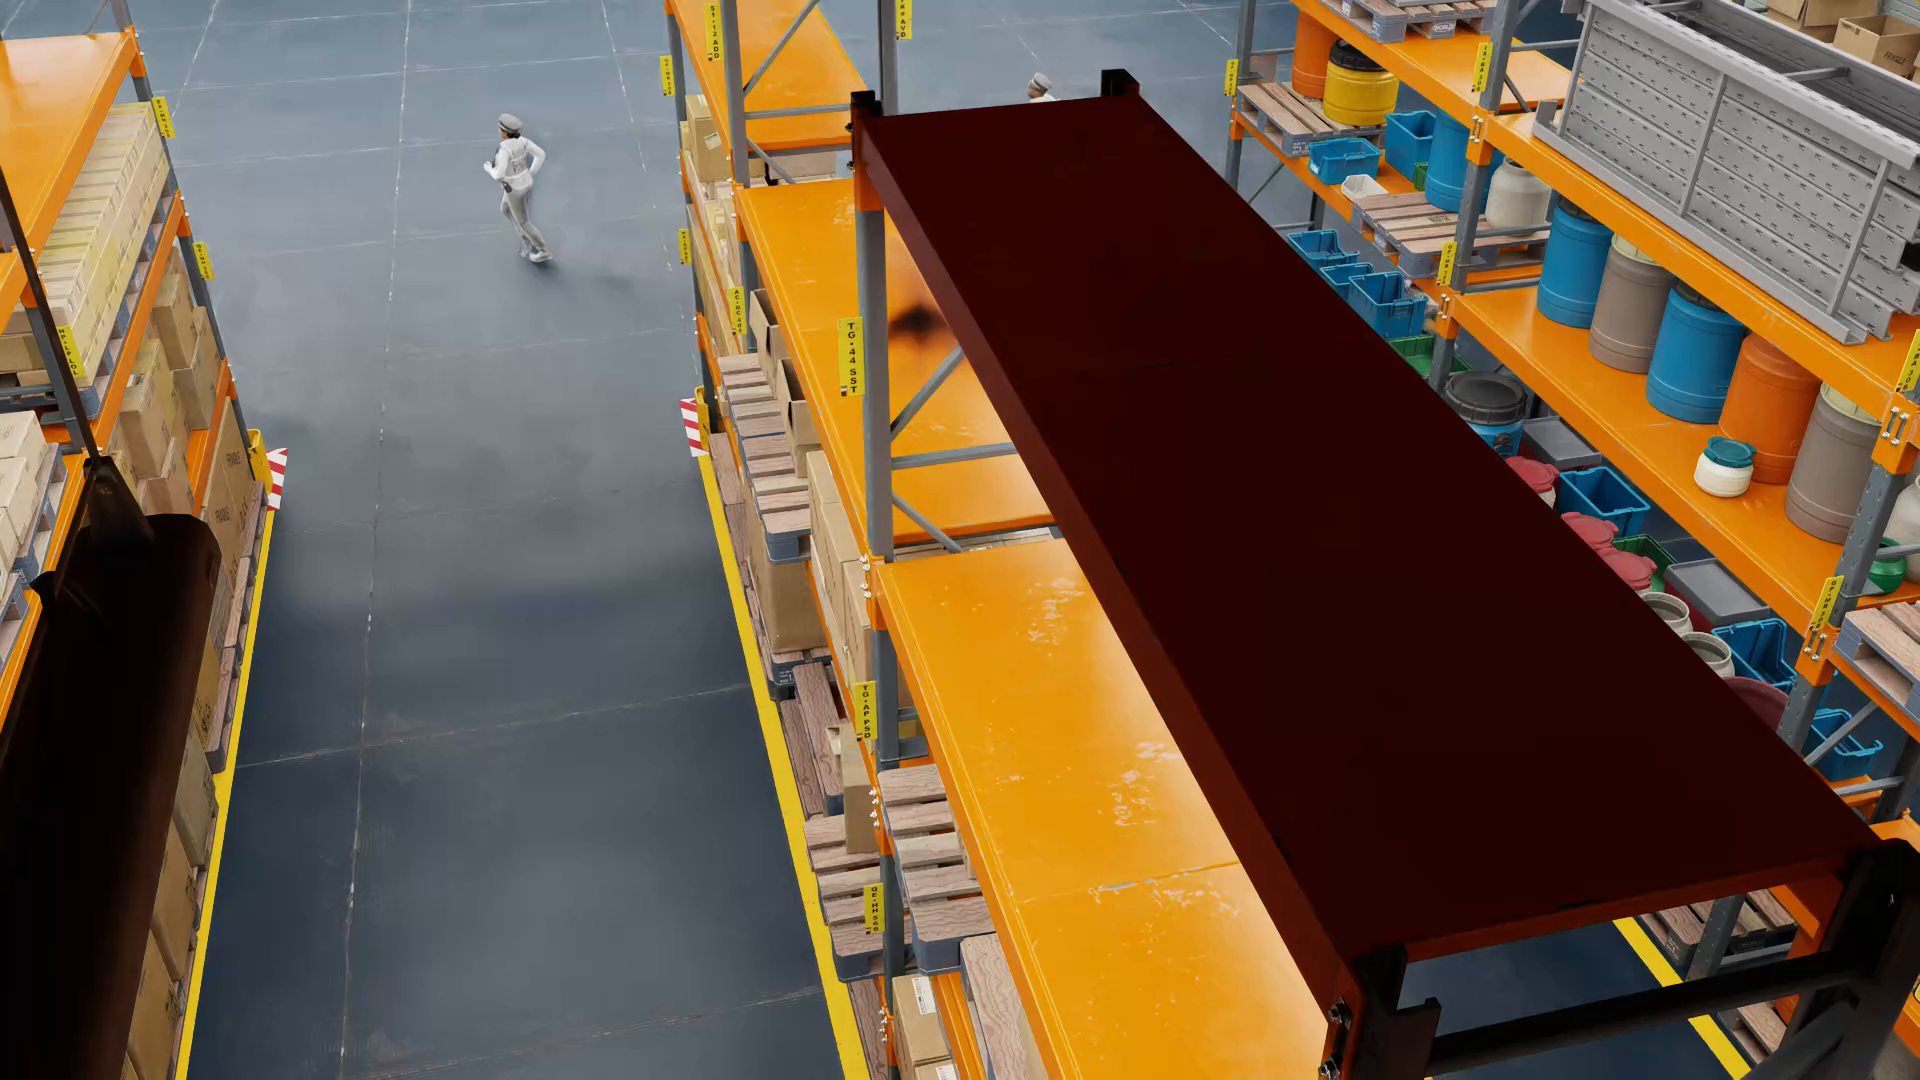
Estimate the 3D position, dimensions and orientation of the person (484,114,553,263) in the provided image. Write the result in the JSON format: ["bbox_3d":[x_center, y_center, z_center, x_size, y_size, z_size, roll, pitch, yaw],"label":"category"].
[{"bbox_3d":[-4.858,-3.842,18.210,0.685,1.706,0.572,7,35,11],"label":"person"}]

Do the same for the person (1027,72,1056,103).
[{"bbox_3d":[0.897,-4.498,19.155,0.997,1.779,0.640,8,35,12],"label":"person"}]

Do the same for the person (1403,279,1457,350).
[{"bbox_3d":[4.549,-2.360,16.014,0.679,1.724,0.583,-26,42,-33],"label":"person"}]
